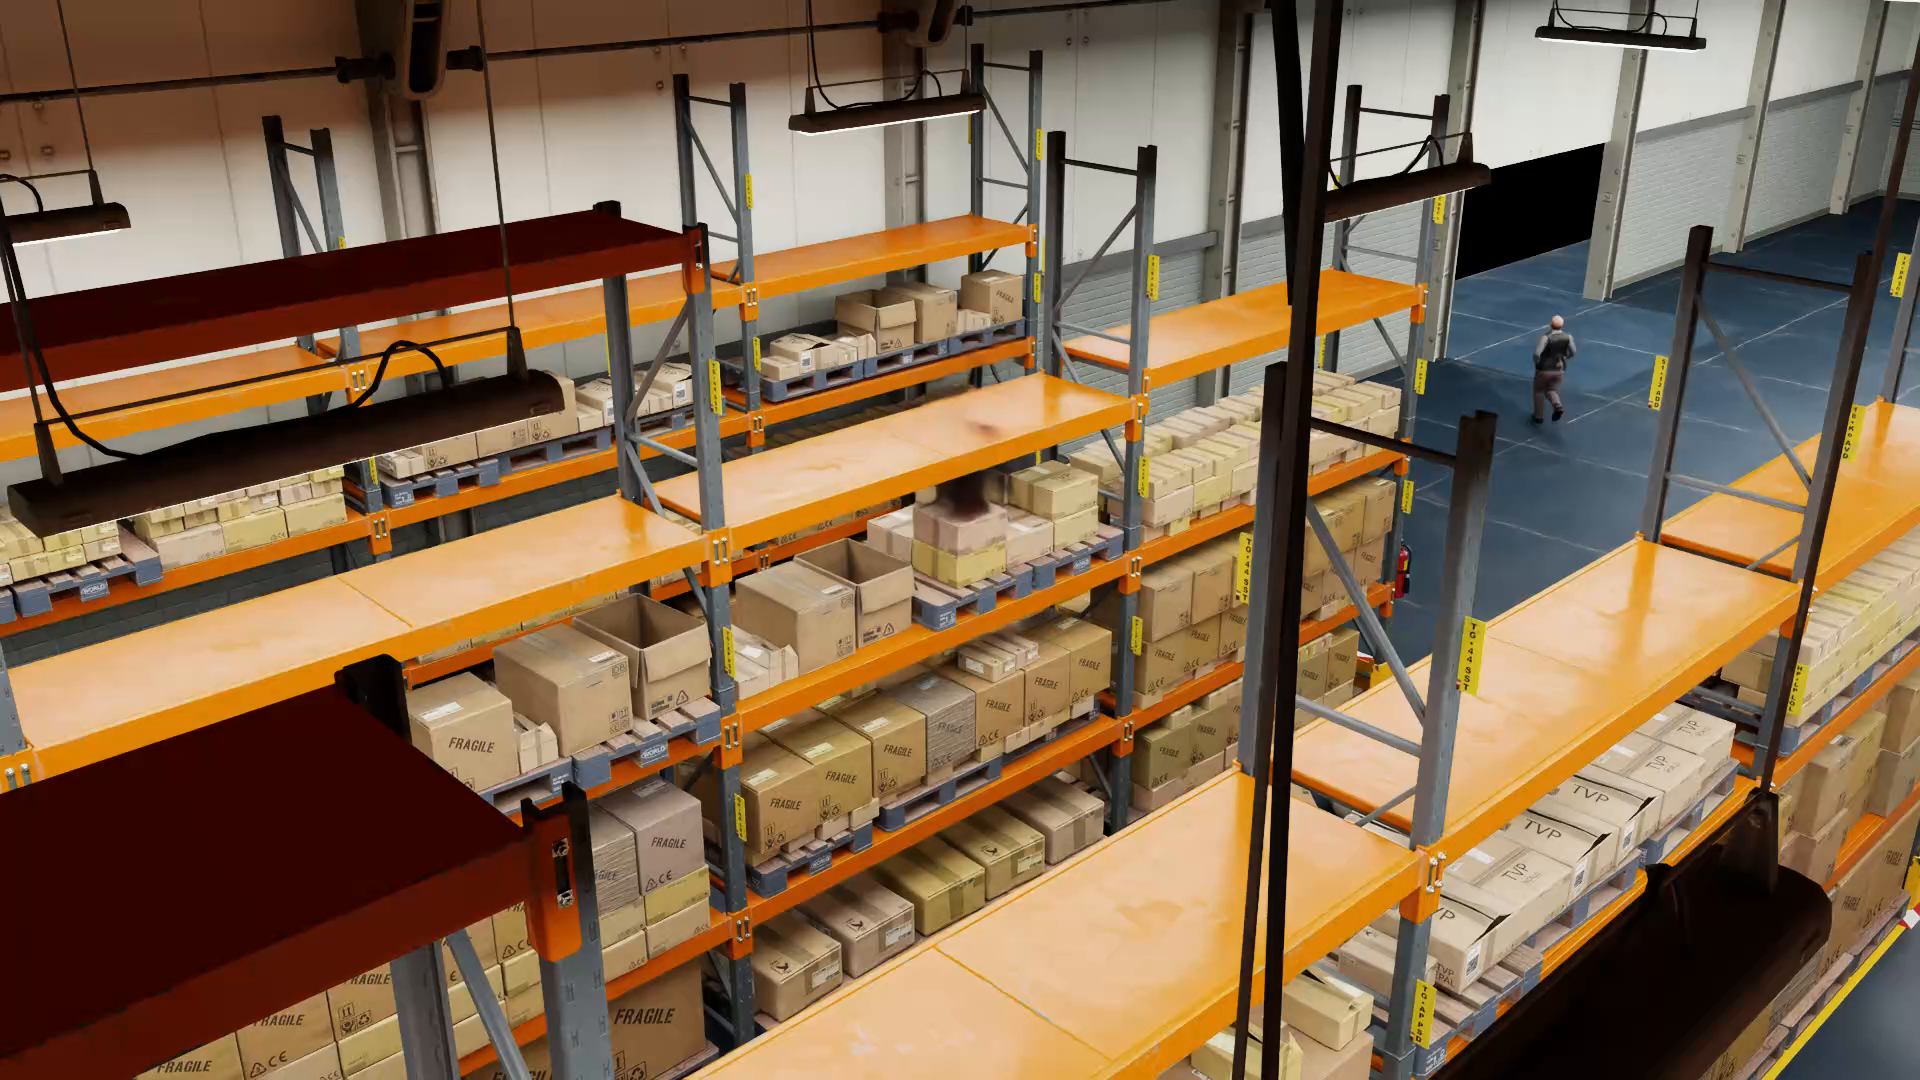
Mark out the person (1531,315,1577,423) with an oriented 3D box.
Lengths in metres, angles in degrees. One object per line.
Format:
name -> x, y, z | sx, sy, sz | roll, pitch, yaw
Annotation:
person -> 8.775, -2.517, 24.731 | 0.675, 1.688, 0.730 | -2, 23, -5
